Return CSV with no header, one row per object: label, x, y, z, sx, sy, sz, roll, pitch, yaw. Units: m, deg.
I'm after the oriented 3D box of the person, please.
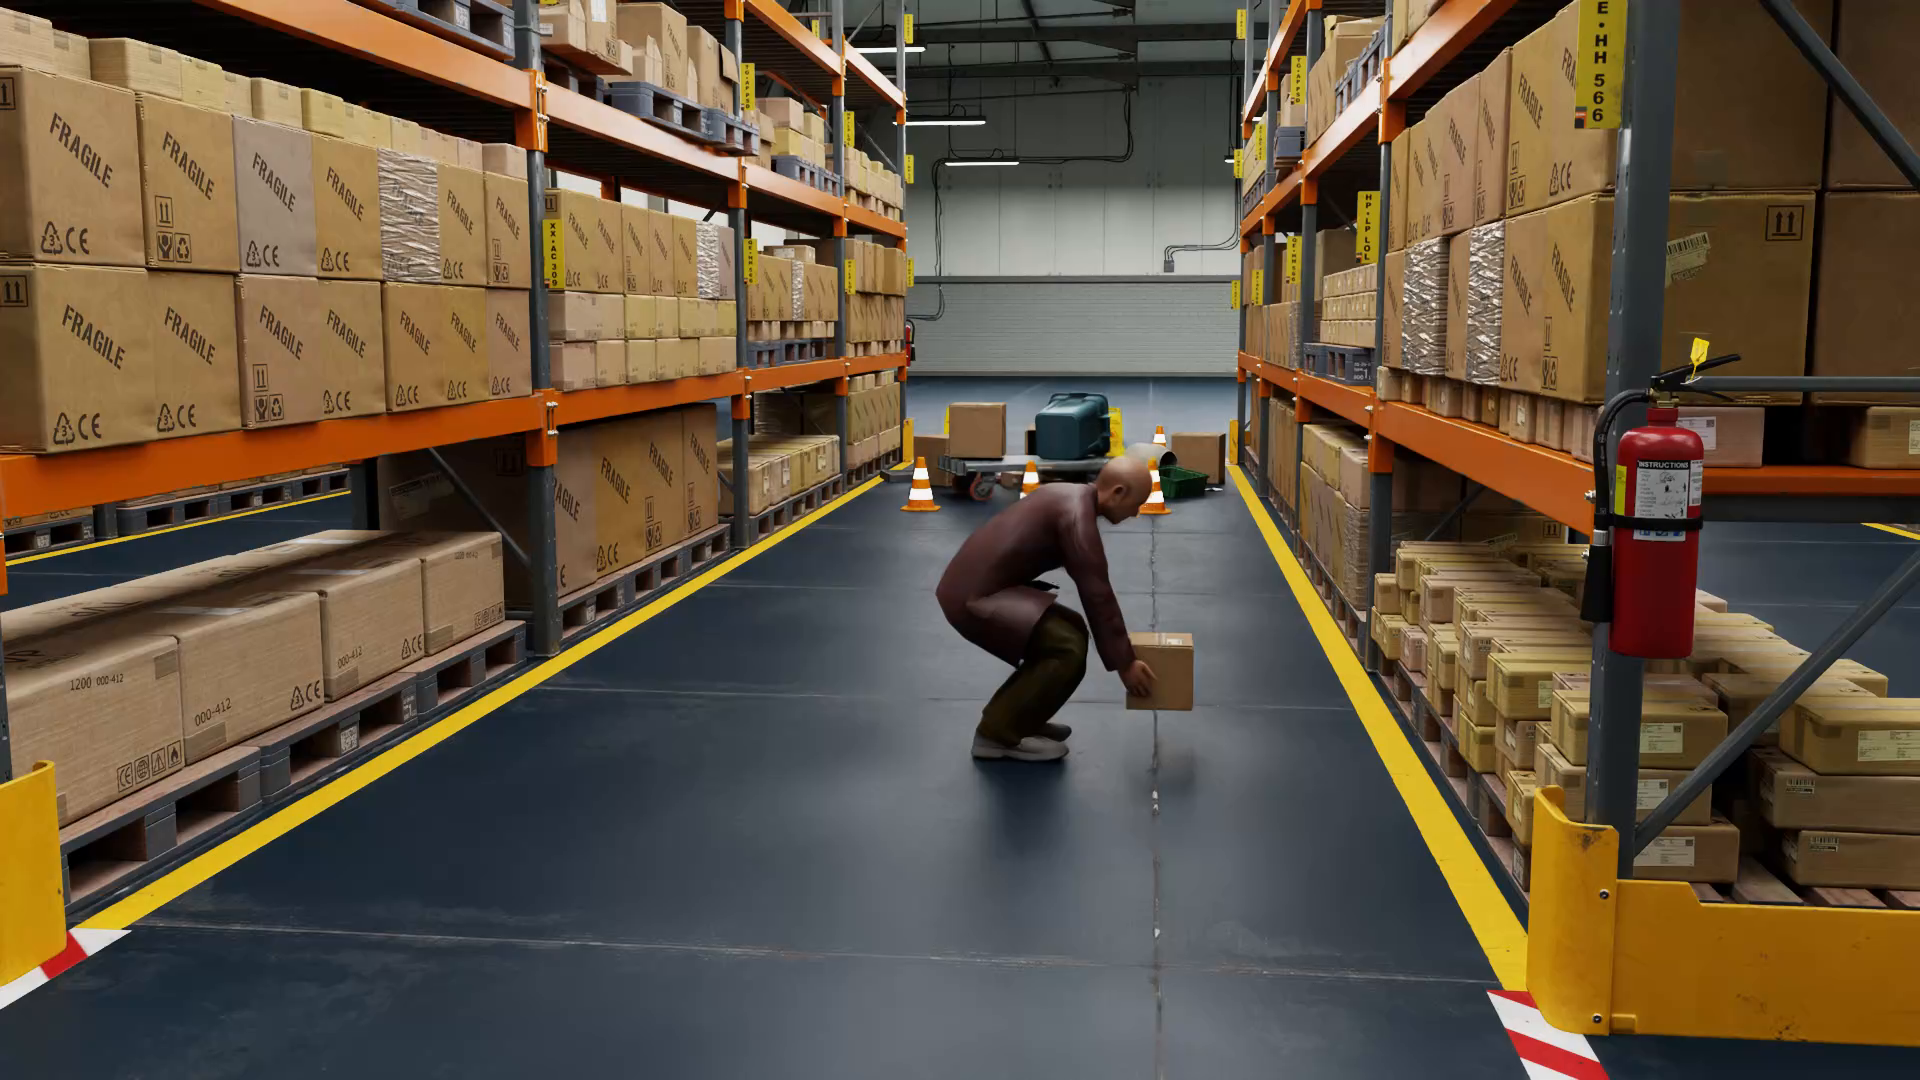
person,0.335,0.255,6.404,0.852,1.128,0.620,1,7,6
